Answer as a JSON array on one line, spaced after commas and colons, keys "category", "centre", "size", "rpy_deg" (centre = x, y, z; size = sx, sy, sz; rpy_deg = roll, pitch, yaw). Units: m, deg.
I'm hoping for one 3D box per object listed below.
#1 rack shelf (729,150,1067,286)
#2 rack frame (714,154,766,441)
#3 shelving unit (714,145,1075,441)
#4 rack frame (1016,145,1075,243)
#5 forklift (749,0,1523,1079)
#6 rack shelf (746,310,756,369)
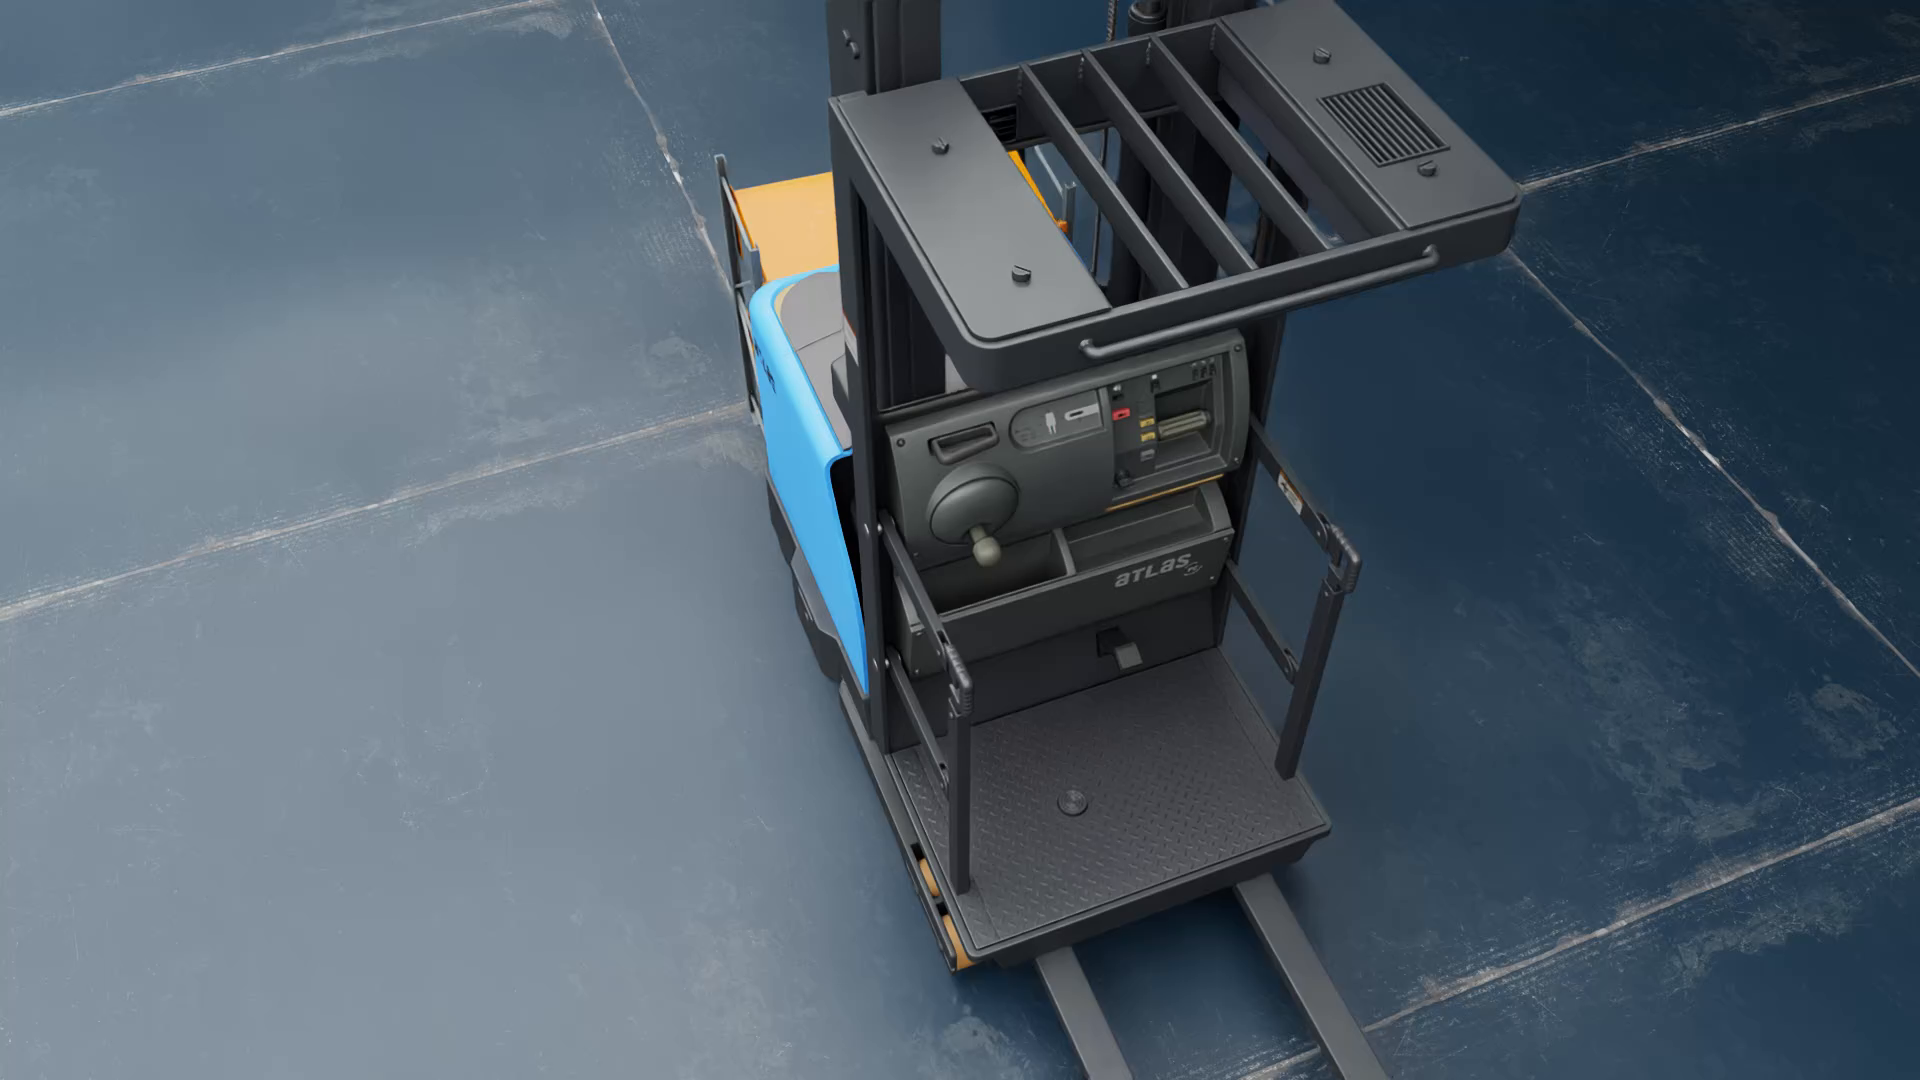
[{"category": "rack shelf", "centre": [-0.212, -0.996, 5.479], "size": [1.000, 0.278, 0.538], "rpy_deg": [-14, 51, -12]}, {"category": "rack frame", "centre": [-0.696, -0.687, 5.599], "size": [0.032, 1.125, 0.500], "rpy_deg": [-14, 51, -12]}, {"category": "shelving unit", "centre": [-0.212, -0.806, 5.701], "size": [1.048, 1.125, 0.538], "rpy_deg": [-14, 51, -12]}, {"category": "rack frame", "centre": [0.271, -0.924, 5.802], "size": [0.032, 1.125, 0.500], "rpy_deg": [-14, 51, -12]}, {"category": "forklift", "centre": [0.360, -0.114, 3.916], "size": [1.130, 2.935, 3.031], "rpy_deg": [-17, 51, -14]}, {"category": "rack shelf", "centre": [-0.212, -0.646, 5.886], "size": [1.000, 0.278, 0.538], "rpy_deg": [-14, 51, -12]}]
